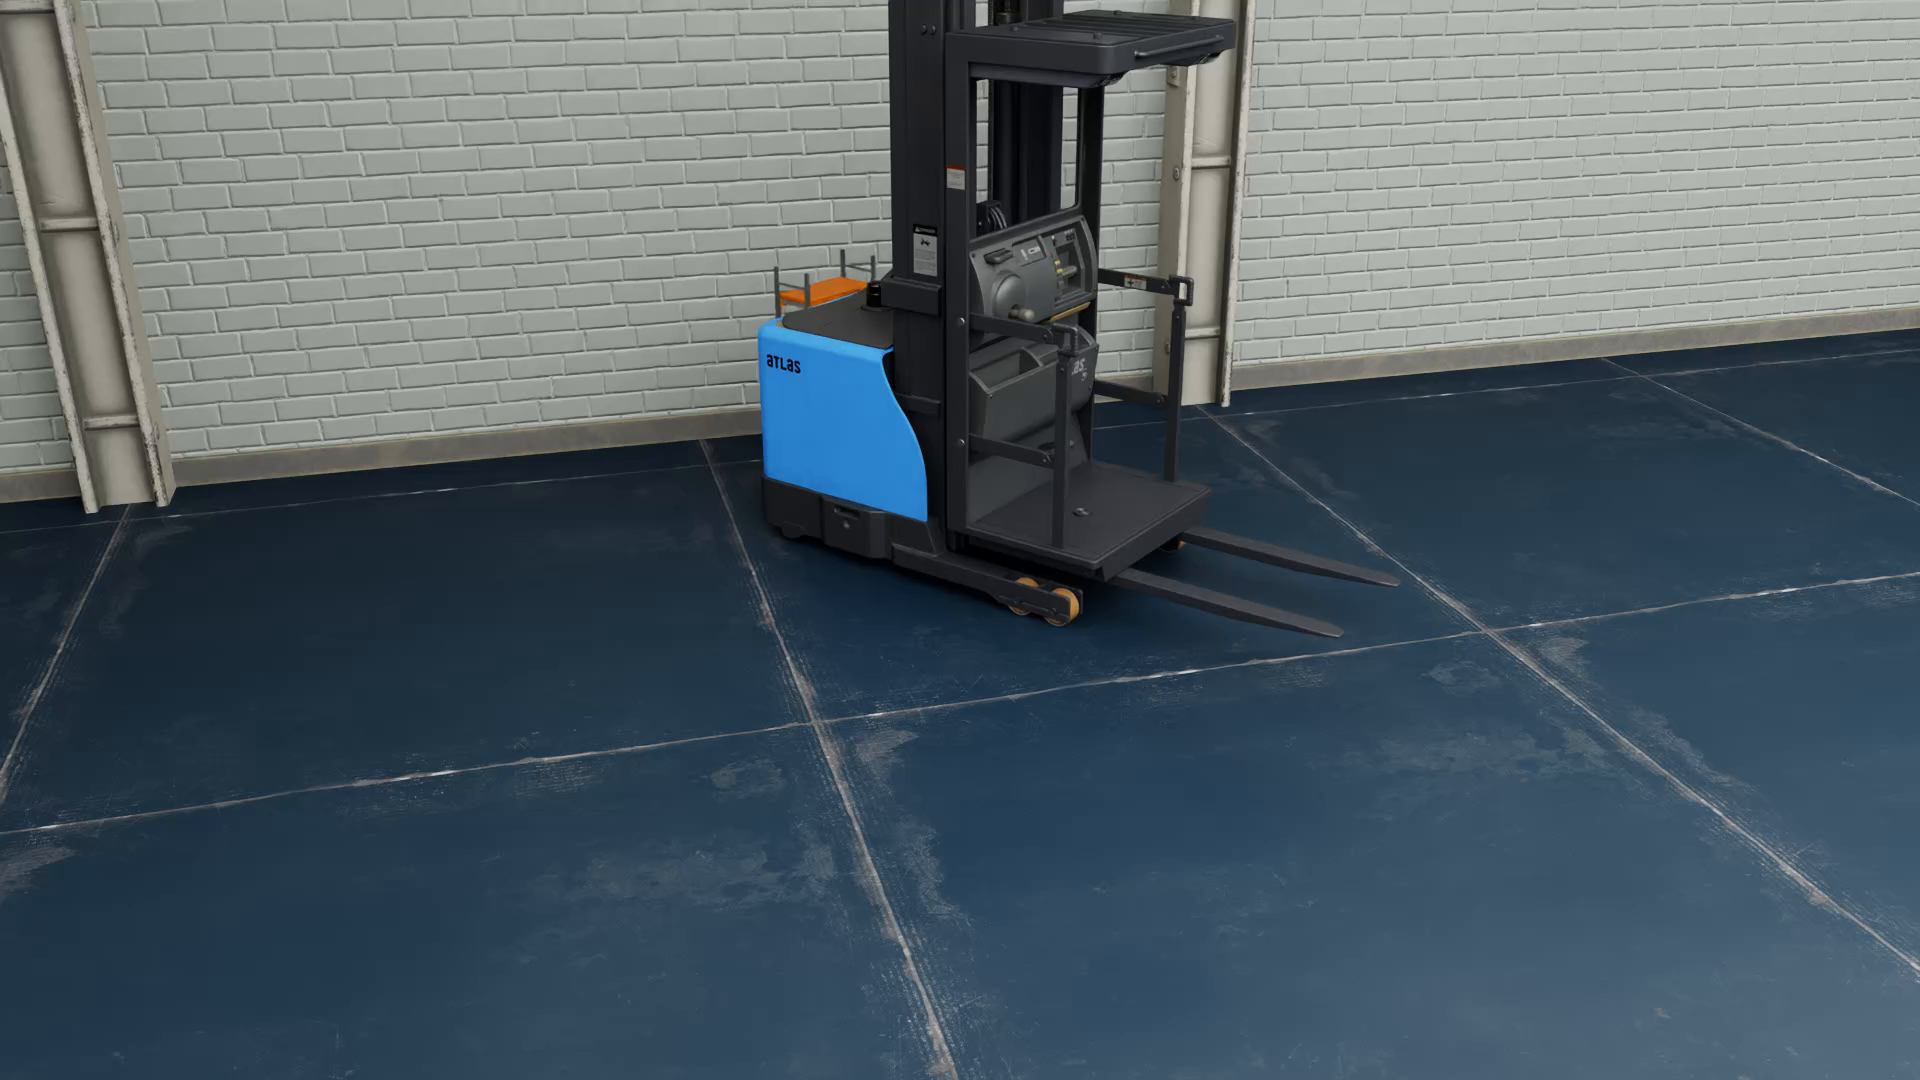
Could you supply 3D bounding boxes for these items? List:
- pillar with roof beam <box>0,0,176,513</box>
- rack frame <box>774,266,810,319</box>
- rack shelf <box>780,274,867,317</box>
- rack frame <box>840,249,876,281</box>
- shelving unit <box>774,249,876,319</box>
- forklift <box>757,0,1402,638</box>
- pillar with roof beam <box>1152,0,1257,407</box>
[{"bbox_3d":[-3.197,-2.718,3.171,0.400,9.000,9.100,-6,24,-14],"label":"pillar with roof beam"},{"bbox_3d":[-0.849,-0.807,8.608,0.240,1.200,0.015,18,29,36],"label":"rack frame"},{"bbox_3d":[-0.693,-1.241,8.625,0.258,0.148,0.480,18,29,36],"label":"rack shelf"},{"bbox_3d":[-0.536,-0.954,8.952,0.240,1.200,0.015,18,29,36],"label":"rack frame"},{"bbox_3d":[-0.692,-0.880,8.780,0.258,1.200,0.503,18,29,36],"label":"shelving unit"},{"bbox_3d":[0.507,-1.203,7.336,3.031,2.935,1.130,16,28,32],"label":"forklift"},{"bbox_3d":[2.580,-3.357,4.661,0.400,9.000,9.100,-6,24,-14],"label":"pillar with roof beam"}]
